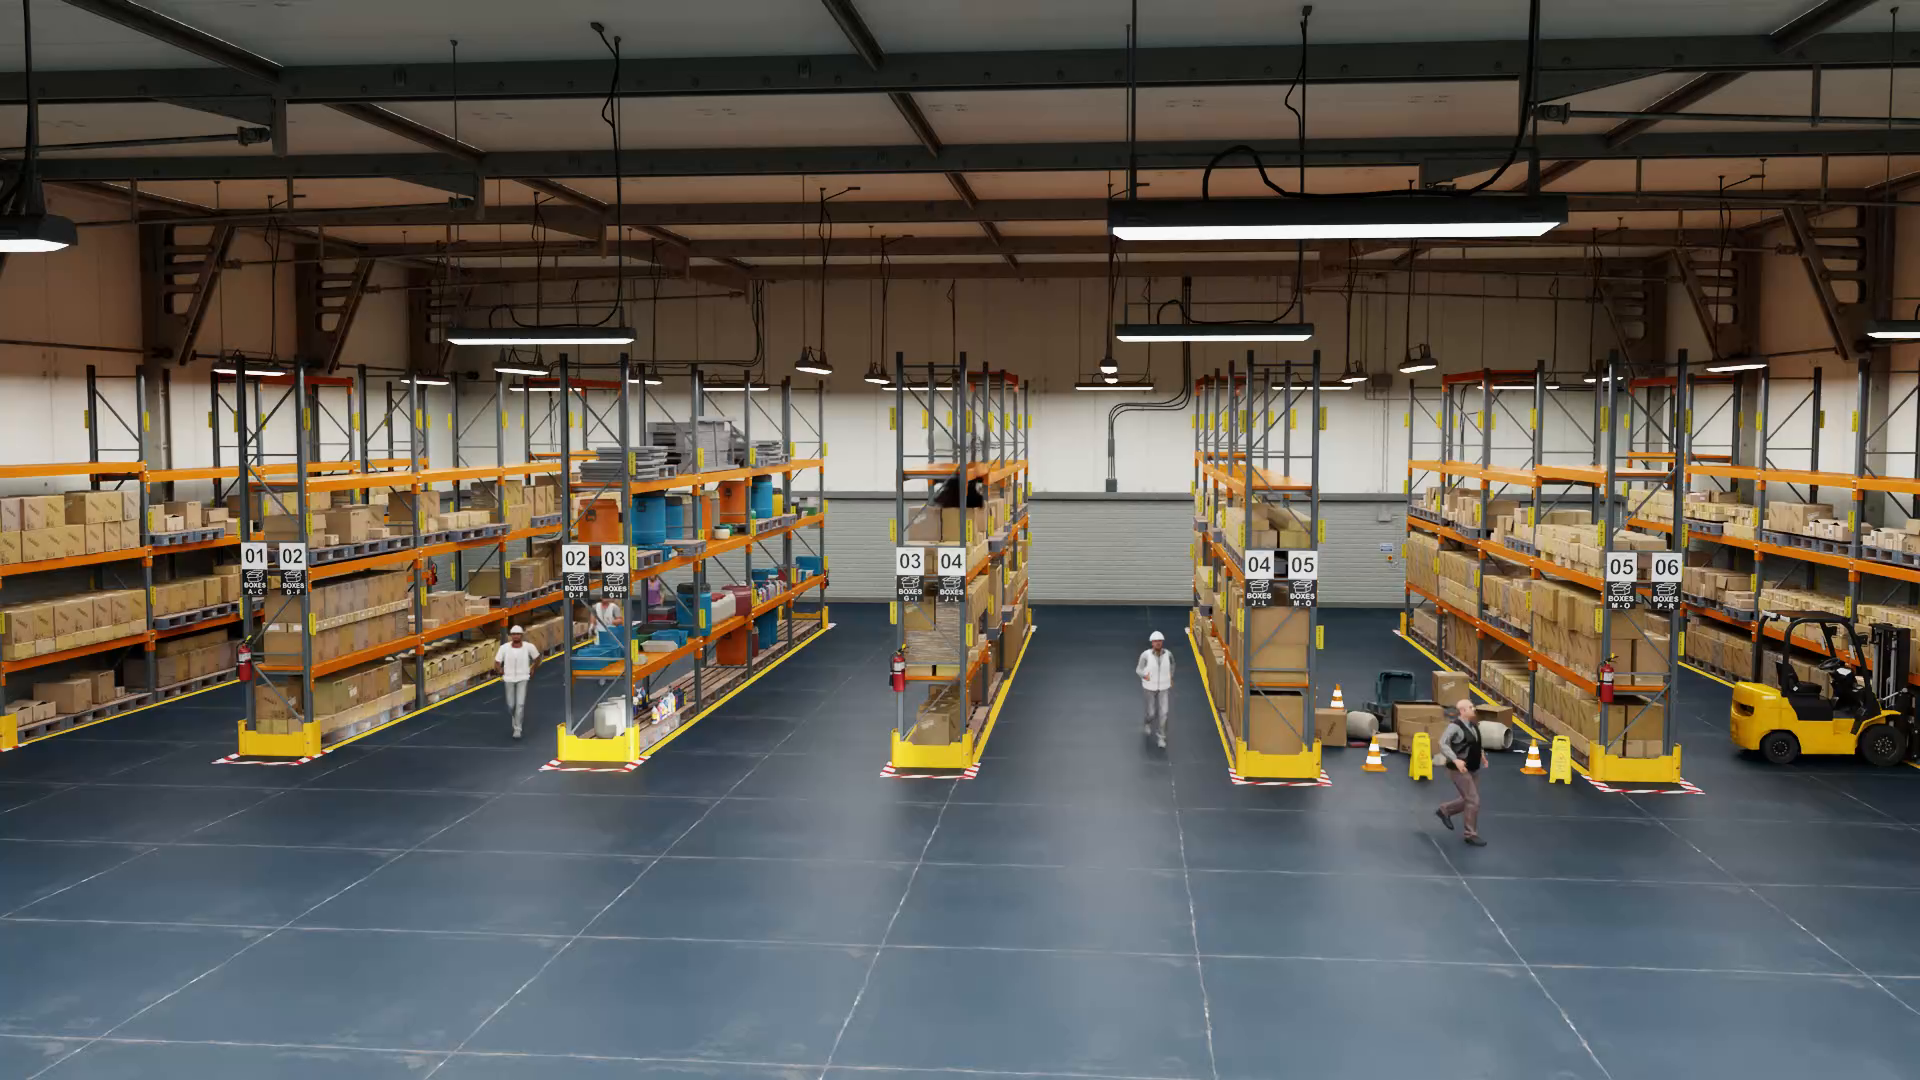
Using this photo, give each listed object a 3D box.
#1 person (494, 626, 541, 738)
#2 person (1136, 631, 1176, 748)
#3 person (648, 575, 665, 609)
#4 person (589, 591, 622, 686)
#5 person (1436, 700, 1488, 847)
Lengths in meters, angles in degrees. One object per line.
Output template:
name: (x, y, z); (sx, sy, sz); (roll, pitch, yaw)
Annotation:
person: (-7.048, 2.230, 26.458); (0.712, 1.745, 0.860); (-1, 4, -10)
person: (3.043, 2.285, 25.820); (0.646, 1.764, 0.927); (0, 4, -4)
person: (-7.066, 1.500, 38.246); (0.539, 1.550, 0.585); (0, 4, -4)
person: (-6.779, 1.844, 31.801); (0.643, 1.844, 0.876); (-1, 4, -7)
person: (5.974, 2.750, 19.847); (0.685, 1.709, 0.749); (-4, 6, -43)
